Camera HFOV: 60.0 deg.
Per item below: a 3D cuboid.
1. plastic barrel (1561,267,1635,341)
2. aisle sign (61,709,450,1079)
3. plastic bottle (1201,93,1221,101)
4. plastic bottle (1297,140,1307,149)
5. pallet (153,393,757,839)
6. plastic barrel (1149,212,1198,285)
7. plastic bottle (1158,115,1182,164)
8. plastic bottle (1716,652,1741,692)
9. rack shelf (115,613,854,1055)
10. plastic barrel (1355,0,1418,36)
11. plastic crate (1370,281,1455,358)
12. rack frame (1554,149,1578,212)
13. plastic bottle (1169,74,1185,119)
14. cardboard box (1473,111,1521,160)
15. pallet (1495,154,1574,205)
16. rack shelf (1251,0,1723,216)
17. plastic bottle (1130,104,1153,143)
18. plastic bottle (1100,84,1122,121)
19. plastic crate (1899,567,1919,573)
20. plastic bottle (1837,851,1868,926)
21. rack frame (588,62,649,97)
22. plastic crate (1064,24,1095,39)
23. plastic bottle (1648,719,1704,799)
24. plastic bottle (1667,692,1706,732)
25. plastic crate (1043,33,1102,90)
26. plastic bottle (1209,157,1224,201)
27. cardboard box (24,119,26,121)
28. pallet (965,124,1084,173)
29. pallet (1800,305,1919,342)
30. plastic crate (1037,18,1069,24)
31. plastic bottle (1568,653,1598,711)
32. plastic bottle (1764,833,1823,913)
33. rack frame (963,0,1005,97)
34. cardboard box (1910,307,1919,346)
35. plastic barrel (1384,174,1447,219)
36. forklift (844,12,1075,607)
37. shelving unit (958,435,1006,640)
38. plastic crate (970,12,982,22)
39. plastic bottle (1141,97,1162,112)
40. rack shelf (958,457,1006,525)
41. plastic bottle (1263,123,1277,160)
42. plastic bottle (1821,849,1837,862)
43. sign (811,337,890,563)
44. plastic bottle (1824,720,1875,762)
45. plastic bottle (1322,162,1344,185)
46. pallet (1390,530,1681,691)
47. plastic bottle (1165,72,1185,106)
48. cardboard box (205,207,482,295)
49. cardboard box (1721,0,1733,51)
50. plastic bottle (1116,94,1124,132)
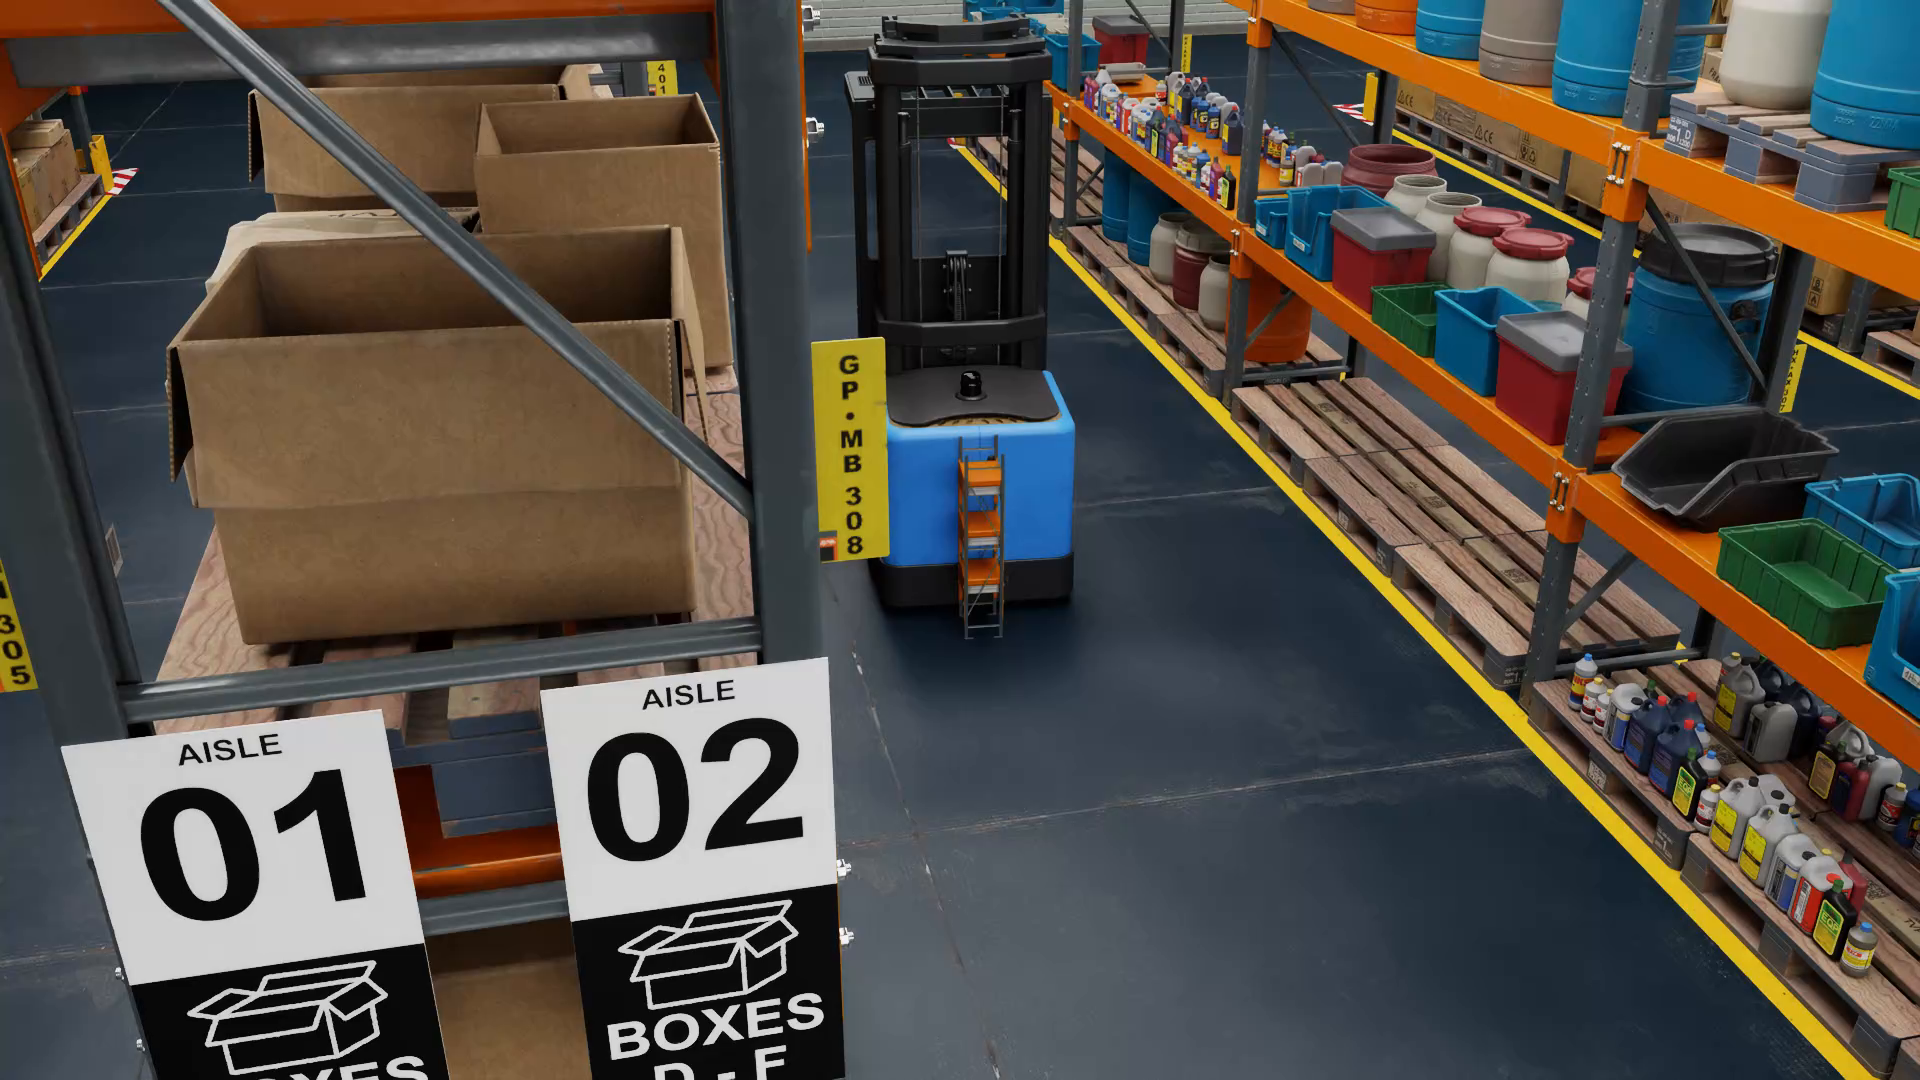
[{"bbox_3d":[3.233,-1.061,8.372,0.433,0.535,0.433,0,27,0],"label":"plastic barrel"},{"bbox_3d":[-0.962,0.598,2.352,0.394,0.787,0.004,-6,27,-12],"label":"aisle sign"},{"bbox_3d":[2.031,-3.492,13.478,0.152,0.276,0.135,-6,27,-12],"label":"plastic bottle"},{"bbox_3d":[2.460,-2.751,12.001,0.061,0.283,0.133,-6,27,-12],"label":"plastic bottle"},{"bbox_3d":[-0.825,0.087,3.018,1.003,0.211,1.213,-6,27,-12],"label":"pallet"},{"bbox_3d":[1.737,-2.338,13.348,0.421,0.512,0.421,0,27,0],"label":"plastic barrel"},{"bbox_3d":[1.573,-3.002,12.423,0.144,0.351,0.185,-6,27,-12],"label":"plastic bottle"},{"bbox_3d":[3.620,0.623,7.805,0.097,0.201,0.097,0,27,0],"label":"plastic bottle"},{"bbox_3d":[-1.141,-0.196,4.279,1.077,0.370,4.000,-6,27,-12],"label":"rack shelf"},{"bbox_3d":[2.454,-3.175,8.906,0.600,0.830,0.708,-6,27,-12],"label":"plastic barrel"},{"bbox_3d":[2.567,-1.199,9.032,0.450,0.188,0.662,-6,27,-12],"label":"plastic crate"},{"bbox_3d":[6.257,-4.573,15.481,1.000,3.000,0.127,-6,27,-12],"label":"rack frame"},{"bbox_3d":[1.817,-3.663,13.733,0.144,0.351,0.185,-6,27,-12],"label":"plastic bottle"},{"bbox_3d":[5.984,-4.505,17.238,0.875,0.875,0.875,-6,27,-12],"label":"cardboard box"},{"bbox_3d":[6.162,-3.670,16.786,1.003,0.211,1.213,-6,27,-12],"label":"pallet"},{"bbox_3d":[2.784,-2.454,8.752,1.077,0.370,4.000,-6,27,-12],"label":"rack shelf"},{"bbox_3d":[1.426,-3.264,13.026,0.152,0.276,0.135,-6,27,-12],"label":"plastic bottle"},{"bbox_3d":[1.247,-3.612,13.715,0.152,0.276,0.135,-6,27,-12],"label":"plastic bottle"},{"bbox_3d":[3.847,0.247,6.224,0.530,0.136,0.437,-6,27,-12],"label":"plastic crate"},{"bbox_3d":[3.368,1.328,6.316,0.061,0.283,0.133,-6,27,-12],"label":"plastic bottle"},{"bbox_3d":[-1.592,-2.735,5.181,1.000,3.000,0.127,-6,27,-12],"label":"rack frame"},{"bbox_3d":[1.267,-4.733,15.862,0.437,0.282,0.530,-6,27,-12],"label":"plastic crate"},{"bbox_3d":[3.055,0.908,7.074,0.144,0.351,0.185,-7,28,-14],"label":"plastic bottle"},{"bbox_3d":[3.153,0.810,7.267,0.144,0.351,0.185,-6,27,-12],"label":"plastic bottle"},{"bbox_3d":[0.994,-4.260,14.812,0.392,0.384,0.575,-6,27,-12],"label":"plastic crate"},{"bbox_3d":[1.774,-2.497,11.498,0.061,0.283,0.133,-6,27,-12],"label":"plastic bottle"},{"bbox_3d":[-9.090,-3.918,15.772,0.380,0.149,0.250,-6,27,-11],"label":"cardboard box"},{"bbox_3d":[0.678,-4.215,17.866,1.003,0.211,1.213,-6,27,-12],"label":"pallet"},{"bbox_3d":[7.054,-1.926,13.331,1.003,0.211,1.213,-6,27,-12],"label":"pallet"},{"bbox_3d":[0.942,-5.266,17.081,0.396,0.136,0.243,-6,27,-12],"label":"plastic crate"},{"bbox_3d":[2.879,0.648,7.676,0.097,0.271,0.097,0,27,0],"label":"plastic bottle"},{"bbox_3d":[3.234,1.282,6.416,0.152,0.276,0.135,-7,28,-13],"label":"plastic bottle"},{"bbox_3d":[0.530,-5.826,17.963,1.000,3.000,0.127,-6,27,-12],"label":"rack frame"},{"bbox_3d":[7.329,-1.605,11.887,0.700,0.500,0.500,-7,28,-14],"label":"cardboard box"},{"bbox_3d":[2.773,-1.934,10.128,0.421,0.512,0.421,0,27,0],"label":"plastic barrel"},{"bbox_3d":[-0.073,-1.587,9.642,1.130,2.935,3.031,-3,27,-6],"label":"forklift"},{"bbox_3d":[0.109,-0.008,8.601,0.215,1.050,0.252,-3,27,-6],"label":"shelving unit"},{"bbox_3d":[0.257,-5.444,17.432,0.250,0.136,0.298,-6,27,-12],"label":"plastic crate"},{"bbox_3d":[1.522,-3.381,13.258,0.152,0.276,0.135,-6,27,-12],"label":"plastic bottle"},{"bbox_3d":[0.109,-0.252,8.478,0.215,0.259,0.240,-3,27,-6],"label":"rack shelf"},{"bbox_3d":[2.335,-2.996,12.487,0.061,0.283,0.133,-6,27,-12],"label":"plastic bottle"},{"bbox_3d":[3.351,1.294,6.474,0.097,0.201,0.097,0,27,0],"label":"plastic bottle"},{"bbox_3d":[-0.149,-0.119,2.269,0.100,0.325,0.005,-6,27,-12],"label":"sign"},{"bbox_3d":[3.777,0.908,7.074,0.144,0.351,0.185,-6,27,-12],"label":"plastic bottle"},{"bbox_3d":[2.550,-2.481,11.474,0.152,0.276,0.135,-6,27,-12],"label":"plastic bottle"},{"bbox_3d":[3.020,0.346,8.830,1.003,0.211,1.213,-6,27,-12],"label":"pallet"},{"bbox_3d":[1.835,-3.874,14.234,0.152,0.276,0.135,-6,27,-12],"label":"plastic bottle"},{"bbox_3d":[-1.333,-0.572,3.704,0.500,0.311,0.500,-3,27,-6],"label":"cardboard box"},{"bbox_3d":[6.708,-4.212,13.541,0.797,0.503,0.637,-5,27,-10],"label":"cardboard box"},{"bbox_3d":[1.299,-3.423,13.333,0.061,0.283,0.133,-6,27,-12],"label":"plastic bottle"}]
